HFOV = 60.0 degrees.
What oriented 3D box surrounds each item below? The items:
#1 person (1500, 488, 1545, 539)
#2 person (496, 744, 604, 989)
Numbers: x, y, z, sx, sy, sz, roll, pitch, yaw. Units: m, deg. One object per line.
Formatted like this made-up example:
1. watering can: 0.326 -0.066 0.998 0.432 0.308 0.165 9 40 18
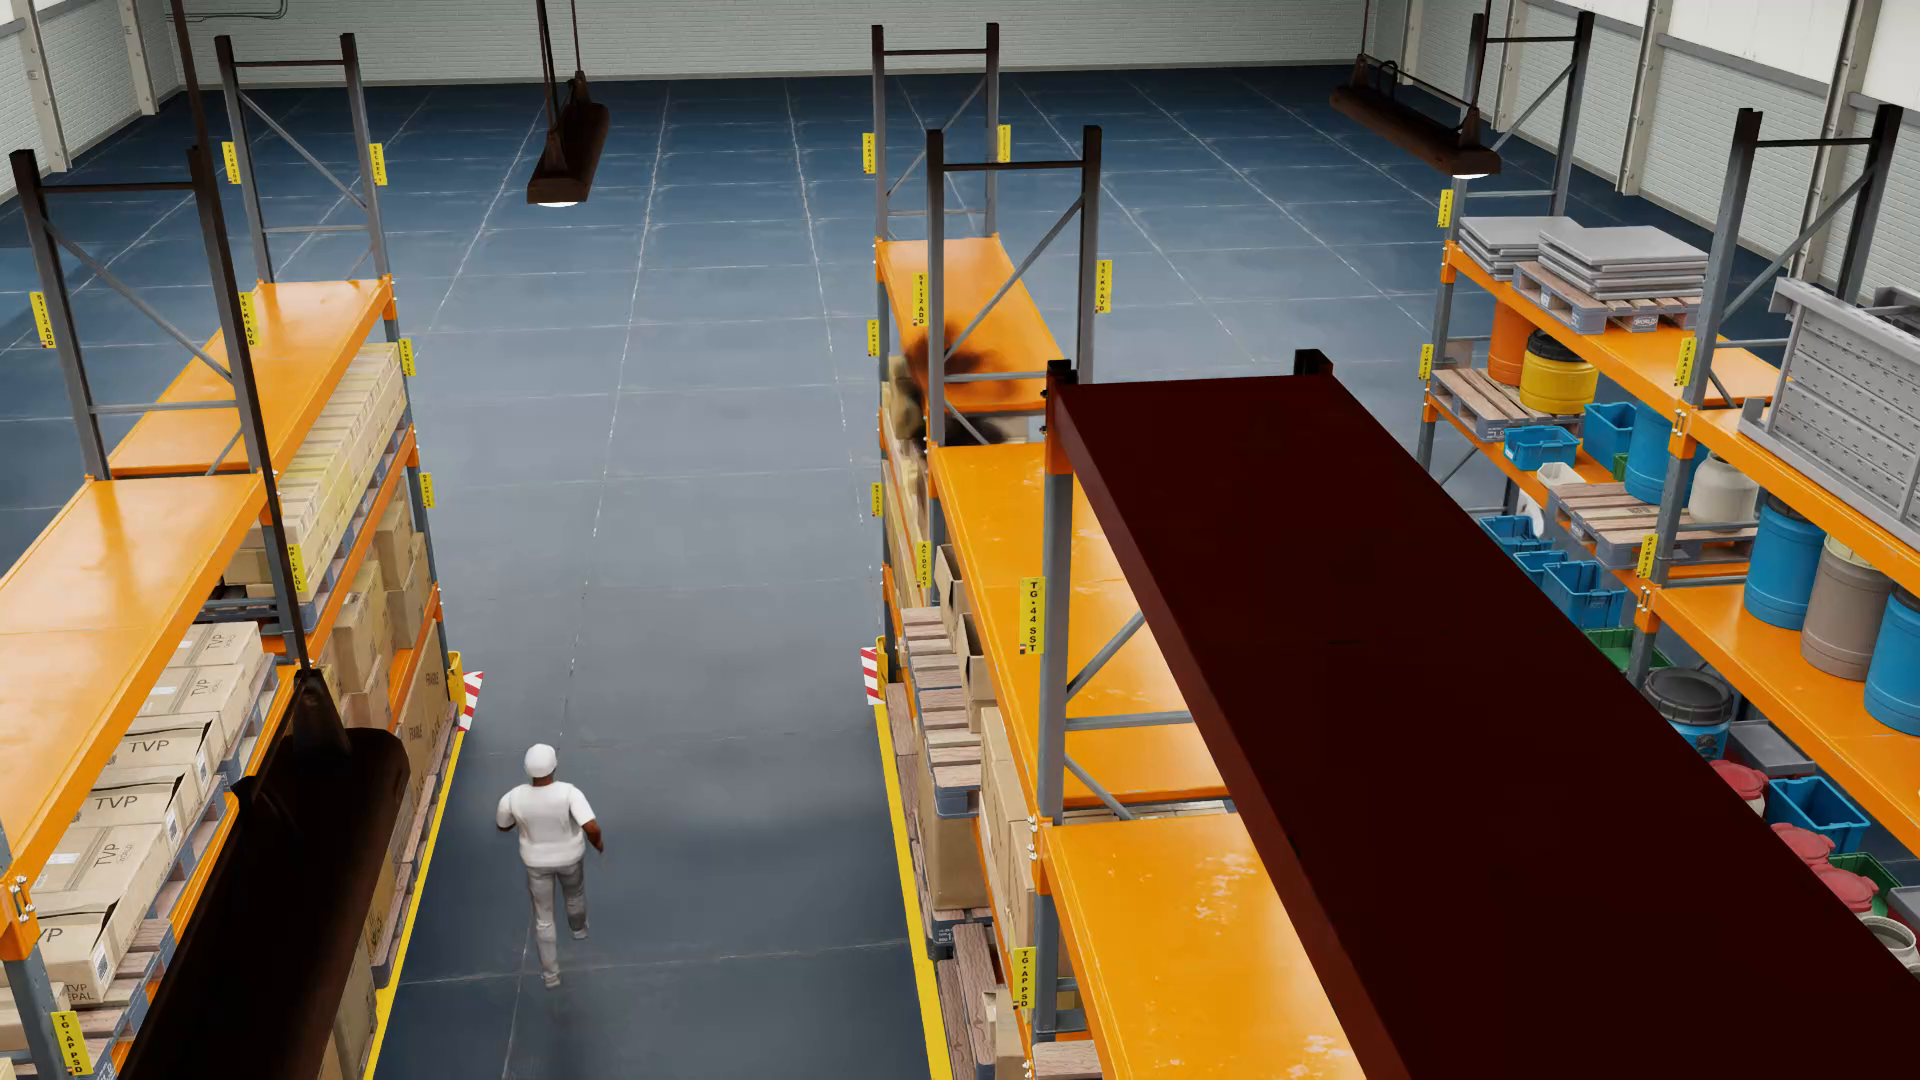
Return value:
1. person: 5.615 -0.022 16.551 0.874 1.797 0.608 22 33 38
2. person: -2.752 2.137 11.255 0.693 1.785 0.885 -5 26 -10
